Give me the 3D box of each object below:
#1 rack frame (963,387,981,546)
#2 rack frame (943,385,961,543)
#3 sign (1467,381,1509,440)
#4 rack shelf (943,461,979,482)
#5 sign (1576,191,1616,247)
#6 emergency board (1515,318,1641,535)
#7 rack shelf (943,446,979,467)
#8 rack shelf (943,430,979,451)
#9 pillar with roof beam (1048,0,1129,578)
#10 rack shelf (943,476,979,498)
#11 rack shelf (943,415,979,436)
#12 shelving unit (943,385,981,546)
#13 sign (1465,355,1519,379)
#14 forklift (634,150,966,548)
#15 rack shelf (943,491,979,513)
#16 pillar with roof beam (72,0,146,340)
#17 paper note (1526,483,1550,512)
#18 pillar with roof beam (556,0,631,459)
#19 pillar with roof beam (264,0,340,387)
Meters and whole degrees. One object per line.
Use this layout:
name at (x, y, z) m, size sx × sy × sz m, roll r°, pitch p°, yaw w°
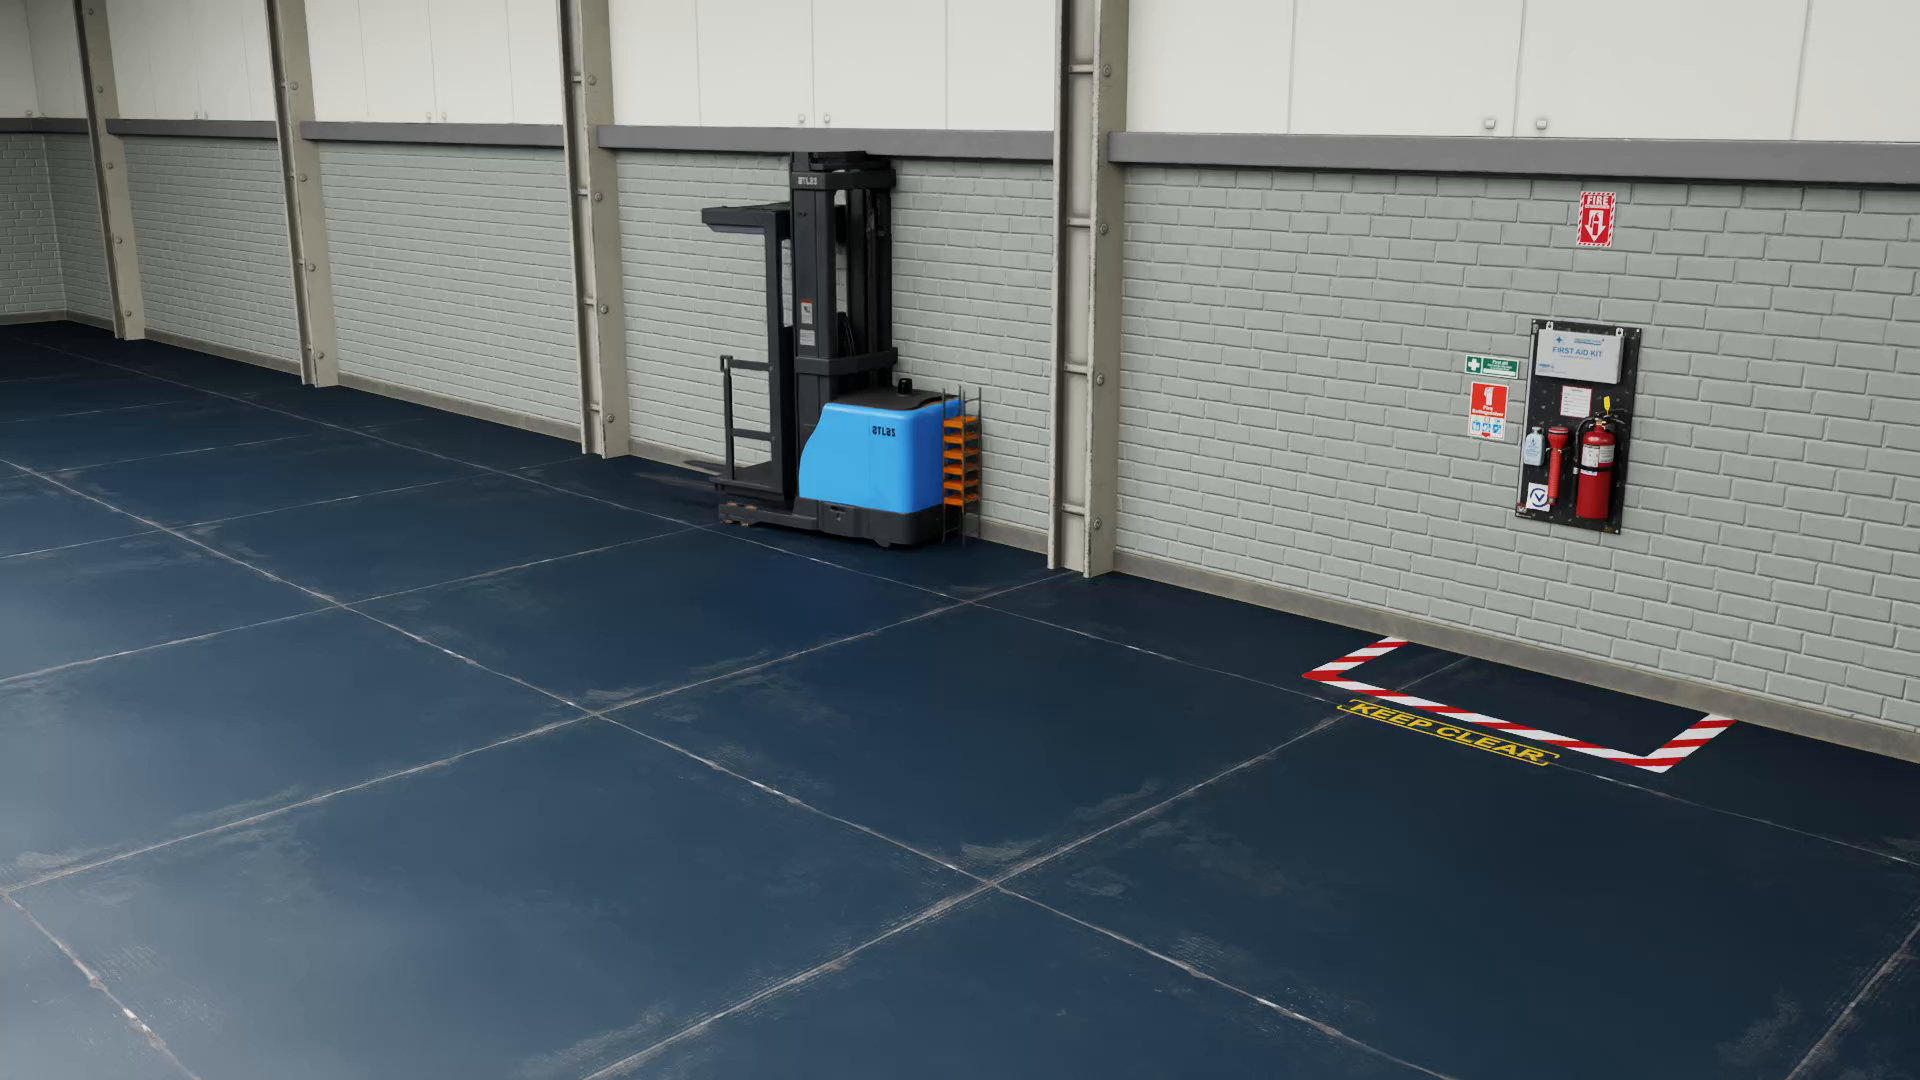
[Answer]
rack frame at (0.090, -0.557, 12.690) m, size 0.006 × 1.200 × 0.240 m, roll 10°, pitch 17°, yaw 33°
rack frame at (-0.062, -0.583, 12.788) m, size 0.006 × 1.200 × 0.240 m, roll 10°, pitch 17°, yaw 33°
sign at (3.127, -0.766, 9.850) m, size 0.234 × 0.329 × 0.001 m, roll 14°, pitch 20°, yaw 42°
rack shelf at (0.014, -0.527, 12.750) m, size 0.180 × 0.103 × 0.258 m, roll 10°, pitch 17°, yaw 33°
sign at (3.516, -1.774, 9.194) m, size 0.199 × 0.298 × 0.001 m, roll 14°, pitch 20°, yaw 42°
emergency board at (3.453, -0.633, 9.411) m, size 0.643 × 1.169 × 0.194 m, roll 14°, pitch 20°, yaw 42°
rack shelf at (0.014, -0.643, 12.720) m, size 0.180 × 0.103 × 0.258 m, roll 10°, pitch 17°, yaw 33°
rack shelf at (0.014, -0.759, 12.690) m, size 0.180 × 0.103 × 0.258 m, roll 10°, pitch 17°, yaw 33°
pillar with roof beam at (-2.102, -3.365, 8.000) m, size 0.400 × 9.000 × 9.100 m, roll 14°, pitch 20°, yaw 42°
rack shelf at (0.014, -0.411, 12.781) m, size 0.180 × 0.103 × 0.258 m, roll 10°, pitch 17°, yaw 33°
rack shelf at (0.014, -0.875, 12.660) m, size 0.180 × 0.103 × 0.258 m, roll 10°, pitch 17°, yaw 33°
shelving unit at (0.014, -0.570, 12.739) m, size 0.189 × 1.200 × 0.258 m, roll 10°, pitch 17°, yaw 33°
sign at (3.124, -1.020, 9.774) m, size 0.331 × 0.109 × 0.001 m, roll 14°, pitch 20°, yaw 42°
forklift at (-1.348, -1.625, 13.356) m, size 3.031 × 2.935 × 1.130 m, roll 10°, pitch 17°, yaw 33°
rack shelf at (0.014, -0.295, 12.811) m, size 0.180 × 0.103 × 0.258 m, roll 10°, pitch 17°, yaw 33°
pillar with roof beam at (-15.060, -6.515, 20.090) m, size 0.400 × 9.000 × 9.100 m, roll 14°, pitch 20°, yaw 42°
paper note at (3.374, -0.250, 9.690) m, size 0.142 × 0.148 × 0.016 m, roll 14°, pitch 20°, yaw 42°
pillar with roof beam at (-6.421, -4.415, 12.030) m, size 0.400 × 9.000 × 9.100 m, roll 14°, pitch 20°, yaw 42°
pillar with roof beam at (-10.740, -5.465, 16.060) m, size 0.400 × 9.000 × 9.100 m, roll 14°, pitch 20°, yaw 42°
